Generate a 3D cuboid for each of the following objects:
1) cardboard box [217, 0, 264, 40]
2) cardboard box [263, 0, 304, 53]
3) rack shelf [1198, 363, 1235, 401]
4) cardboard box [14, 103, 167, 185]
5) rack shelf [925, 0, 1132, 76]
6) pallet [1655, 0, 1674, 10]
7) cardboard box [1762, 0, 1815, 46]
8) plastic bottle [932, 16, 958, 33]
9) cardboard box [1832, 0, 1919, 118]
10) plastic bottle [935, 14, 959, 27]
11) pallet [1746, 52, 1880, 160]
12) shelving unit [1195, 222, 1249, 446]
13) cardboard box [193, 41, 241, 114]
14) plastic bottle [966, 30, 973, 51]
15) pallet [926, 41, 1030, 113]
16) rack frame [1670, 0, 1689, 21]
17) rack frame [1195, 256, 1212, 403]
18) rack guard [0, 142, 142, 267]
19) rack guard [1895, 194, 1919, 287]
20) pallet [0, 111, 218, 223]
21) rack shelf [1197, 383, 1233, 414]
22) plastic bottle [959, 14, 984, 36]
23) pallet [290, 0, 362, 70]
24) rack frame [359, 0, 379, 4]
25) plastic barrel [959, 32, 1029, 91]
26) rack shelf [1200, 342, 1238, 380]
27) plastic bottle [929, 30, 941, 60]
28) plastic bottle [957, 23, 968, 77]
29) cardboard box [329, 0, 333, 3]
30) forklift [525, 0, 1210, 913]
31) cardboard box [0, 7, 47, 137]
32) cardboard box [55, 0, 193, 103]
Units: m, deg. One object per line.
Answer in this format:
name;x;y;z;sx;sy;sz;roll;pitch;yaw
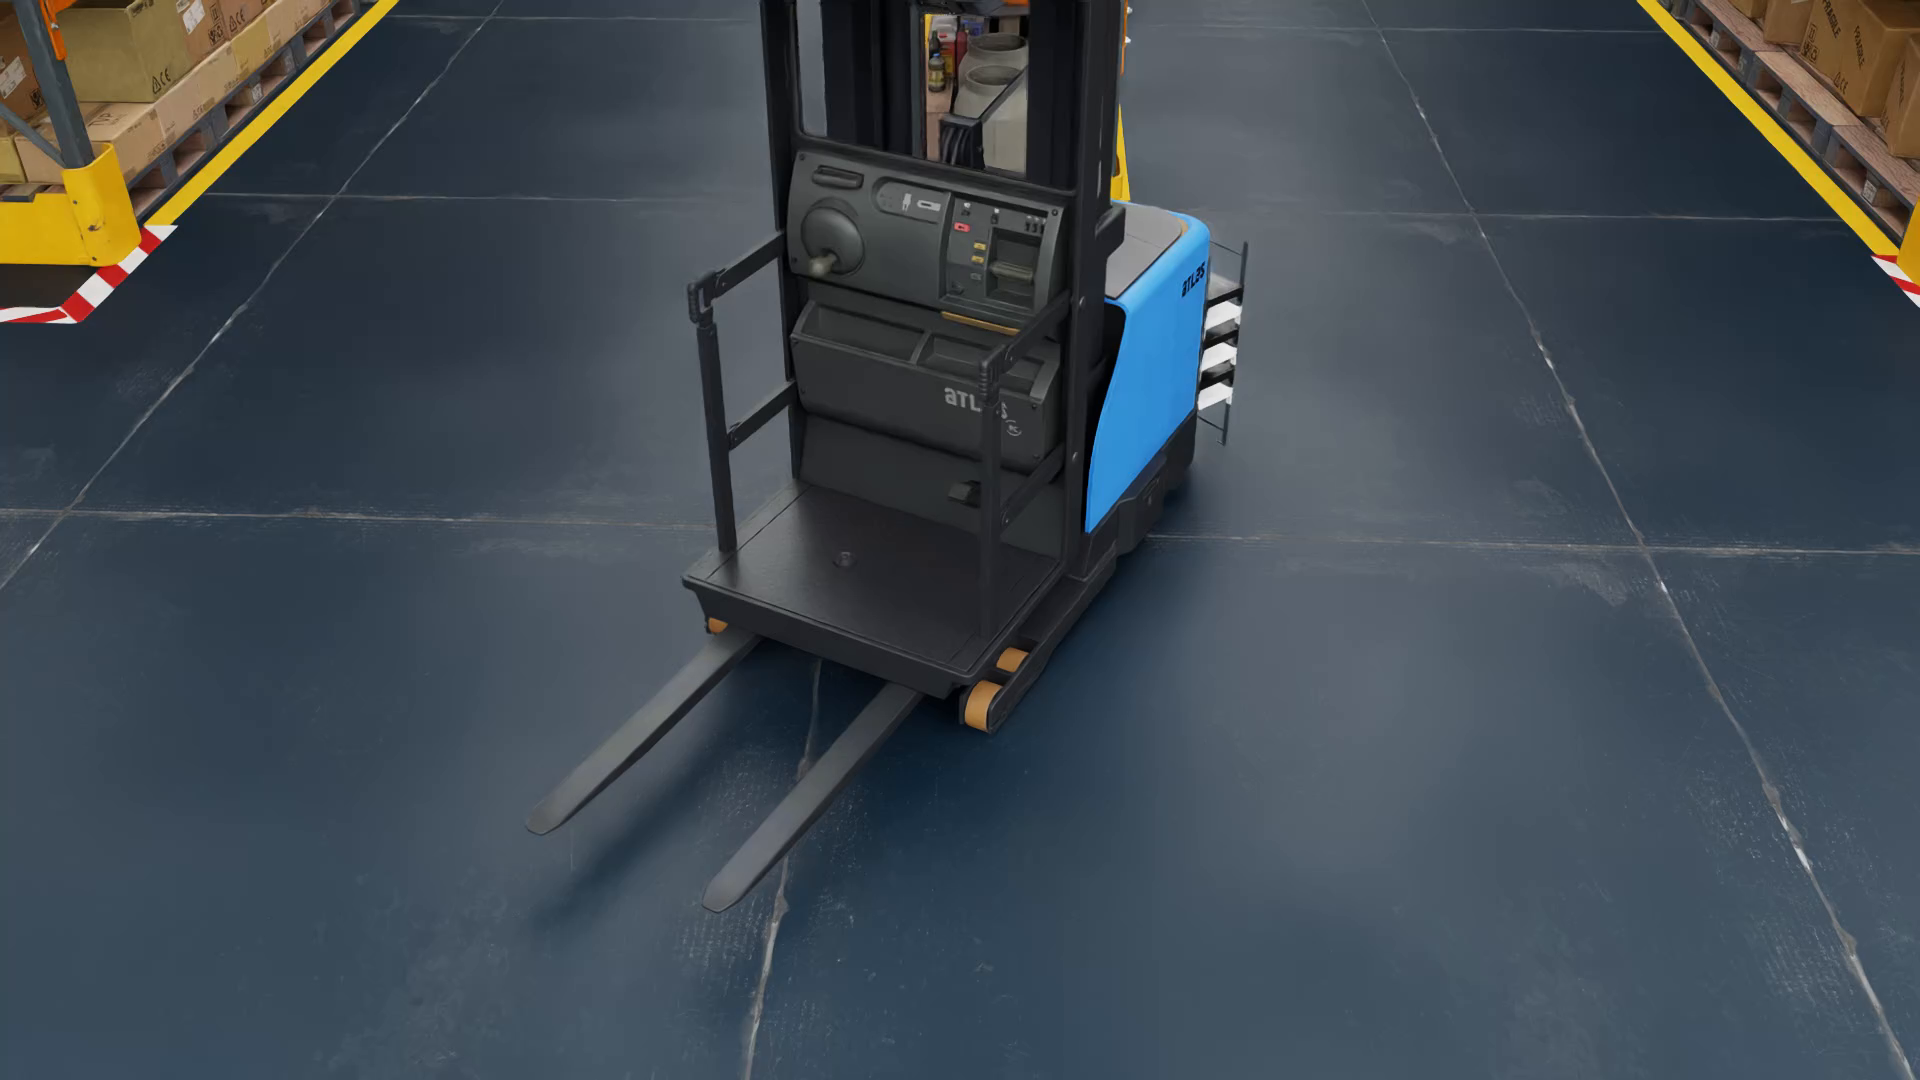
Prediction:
cardboard box;-4.410;-3.212;9.586;0.500;0.500;0.500;1;35;2
cardboard box;-4.391;-3.193;10.210;0.500;0.250;0.500;1;35;2
rack shelf;0.933;-0.669;6.633;0.200;0.077;0.258;-25;42;-32
cardboard box;-4.472;-2.043;8.575;0.500;0.250;0.500;1;35;2
rack shelf;0.313;-3.432;9.150;1.077;0.370;4.000;1;35;2
pallet;5.372;-4.067;11.854;1.003;0.211;1.213;1;35;2
cardboard box;5.271;-3.352;10.219;0.500;0.500;0.500;12;37;17
plastic bottle;-0.088;-2.932;9.799;0.152;0.276;0.135;0;35;1
cardboard box;5.258;-2.674;9.254;0.500;0.500;0.500;4;35;6
plastic bottle;-0.078;-3.165;10.065;0.144;0.351;0.185;1;35;2
pallet;5.305;-2.531;9.667;1.003;0.211;1.213;1;35;2
shelving unit;0.934;-0.770;6.562;0.210;0.900;0.258;-25;42;-32
cardboard box;-4.436;-2.618;9.393;0.500;0.250;0.500;1;35;2
plastic bottle;0.037;-2.909;9.832;0.097;0.201;0.097;0;35;0
pallet;0.279;-2.647;9.832;1.003;0.211;1.213;1;35;2
rack frame;5.343;-4.761;10.415;1.000;3.000;0.127;1;35;2
rack frame;0.856;-0.733;6.509;0.006;0.900;0.240;-25;42;-32
rack guard;-4.717;-1.657;8.173;1.175;0.500;0.348;1;35;2
rack guard;5.185;-1.484;7.926;1.175;0.500;0.348;1;35;2
pallet;-4.727;-1.993;8.902;1.003;0.211;1.213;1;35;2
rack shelf;0.933;-0.595;6.685;0.200;0.077;0.258;-25;42;-32
plastic bottle;0.071;-3.145;10.103;0.152;0.276;0.135;1;35;2
pallet;-4.629;-3.395;10.897;1.003;0.211;1.213;1;35;2
rack frame;-4.556;-4.992;10.744;1.000;3.000;0.127;1;35;2
plastic barrel;0.203;-2.399;8.853;0.421;0.512;0.421;0;35;0
rack shelf;0.934;-0.743;6.581;0.200;0.077;0.258;-25;42;-32
plastic bottle;-0.145;-2.779;9.575;0.061;0.283;0.133;2;35;3
plastic bottle;0.013;-2.853;9.681;0.061;0.283;0.133;1;35;2
cardboard box;-4.356;-3.767;11.028;0.500;0.250;0.500;1;35;2
forklift;-0.219;-0.877;4.949;1.130;2.935;3.031;17;39;23
cardboard box;-4.992;-2.362;8.377;0.500;0.500;0.500;1;35;2
cardboard box;-4.454;-2.638;8.768;0.500;0.500;0.500;1;35;2
